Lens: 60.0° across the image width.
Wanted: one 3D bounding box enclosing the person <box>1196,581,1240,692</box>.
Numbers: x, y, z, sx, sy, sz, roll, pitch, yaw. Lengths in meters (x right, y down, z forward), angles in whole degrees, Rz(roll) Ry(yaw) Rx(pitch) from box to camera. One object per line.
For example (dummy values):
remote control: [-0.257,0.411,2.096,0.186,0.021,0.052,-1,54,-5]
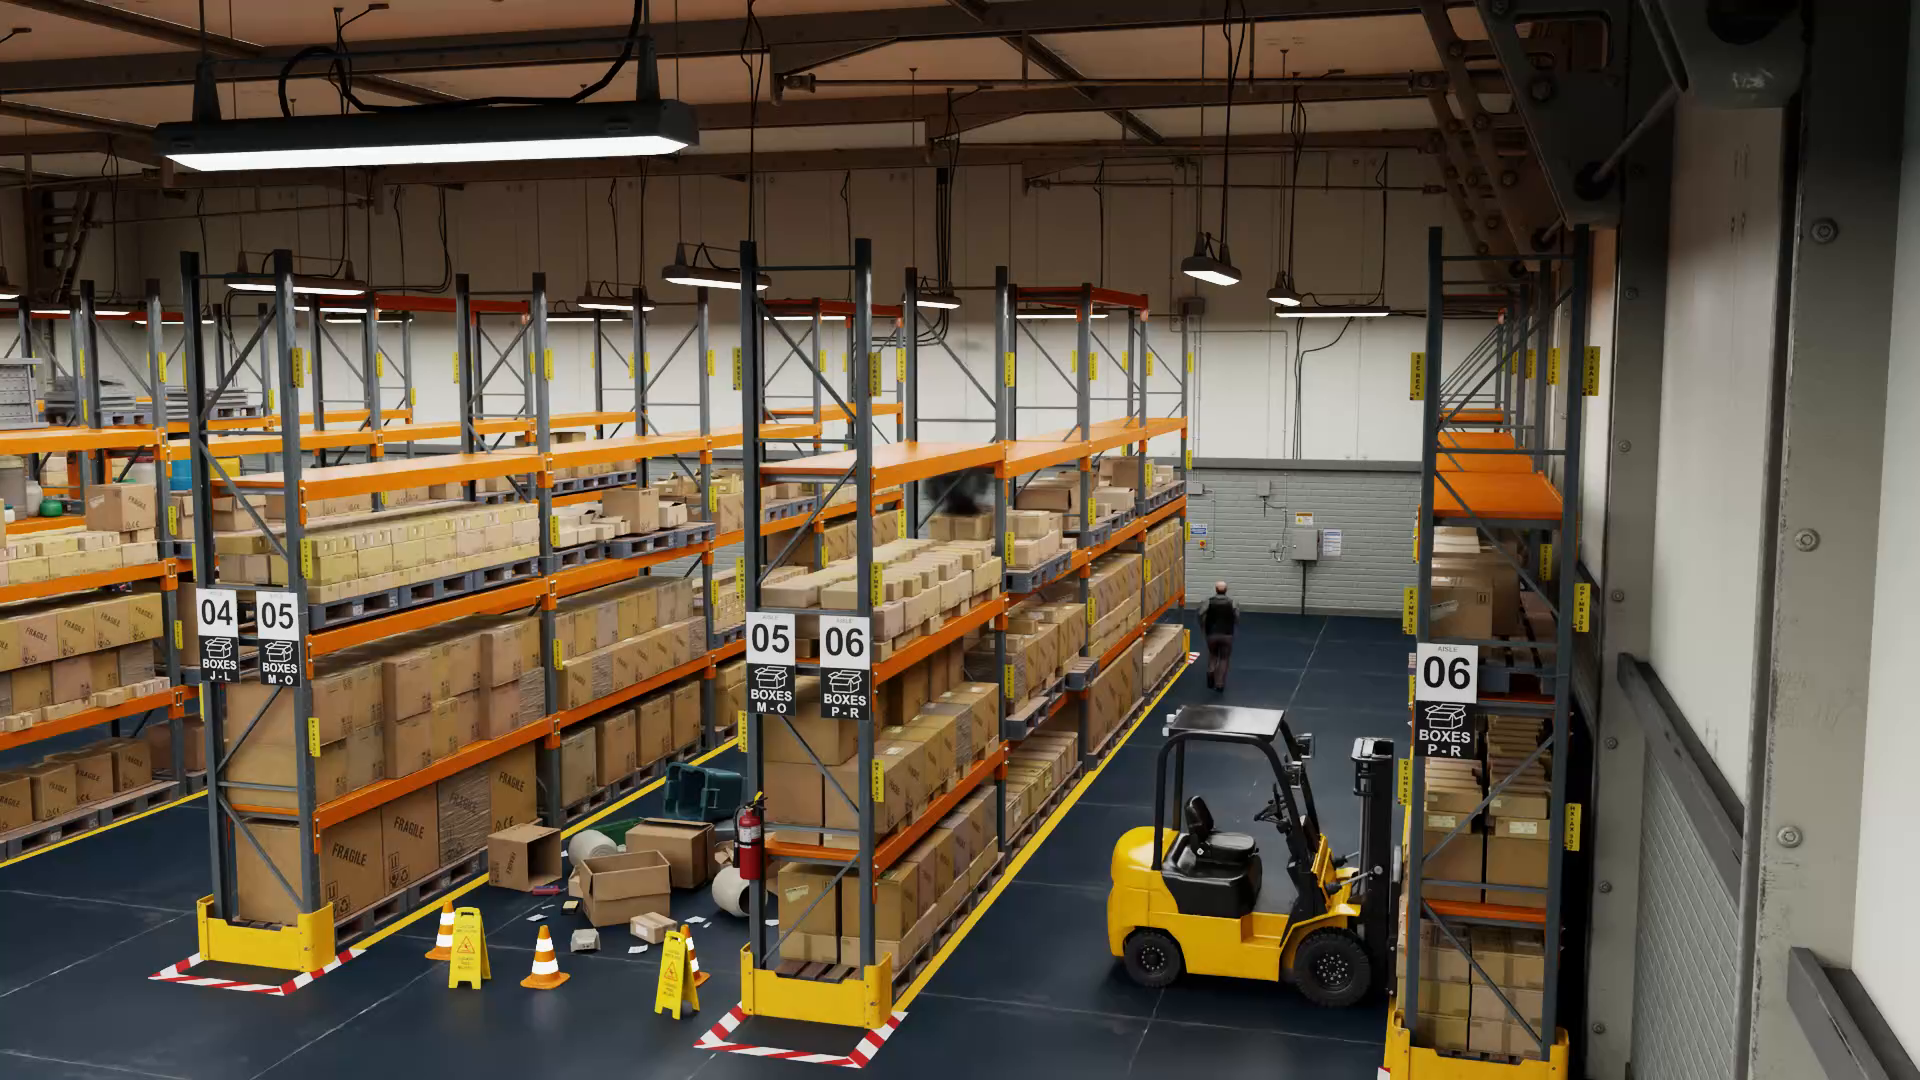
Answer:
person: [3.976,1.460,25.503,0.635,1.684,0.650,2,7,16]
